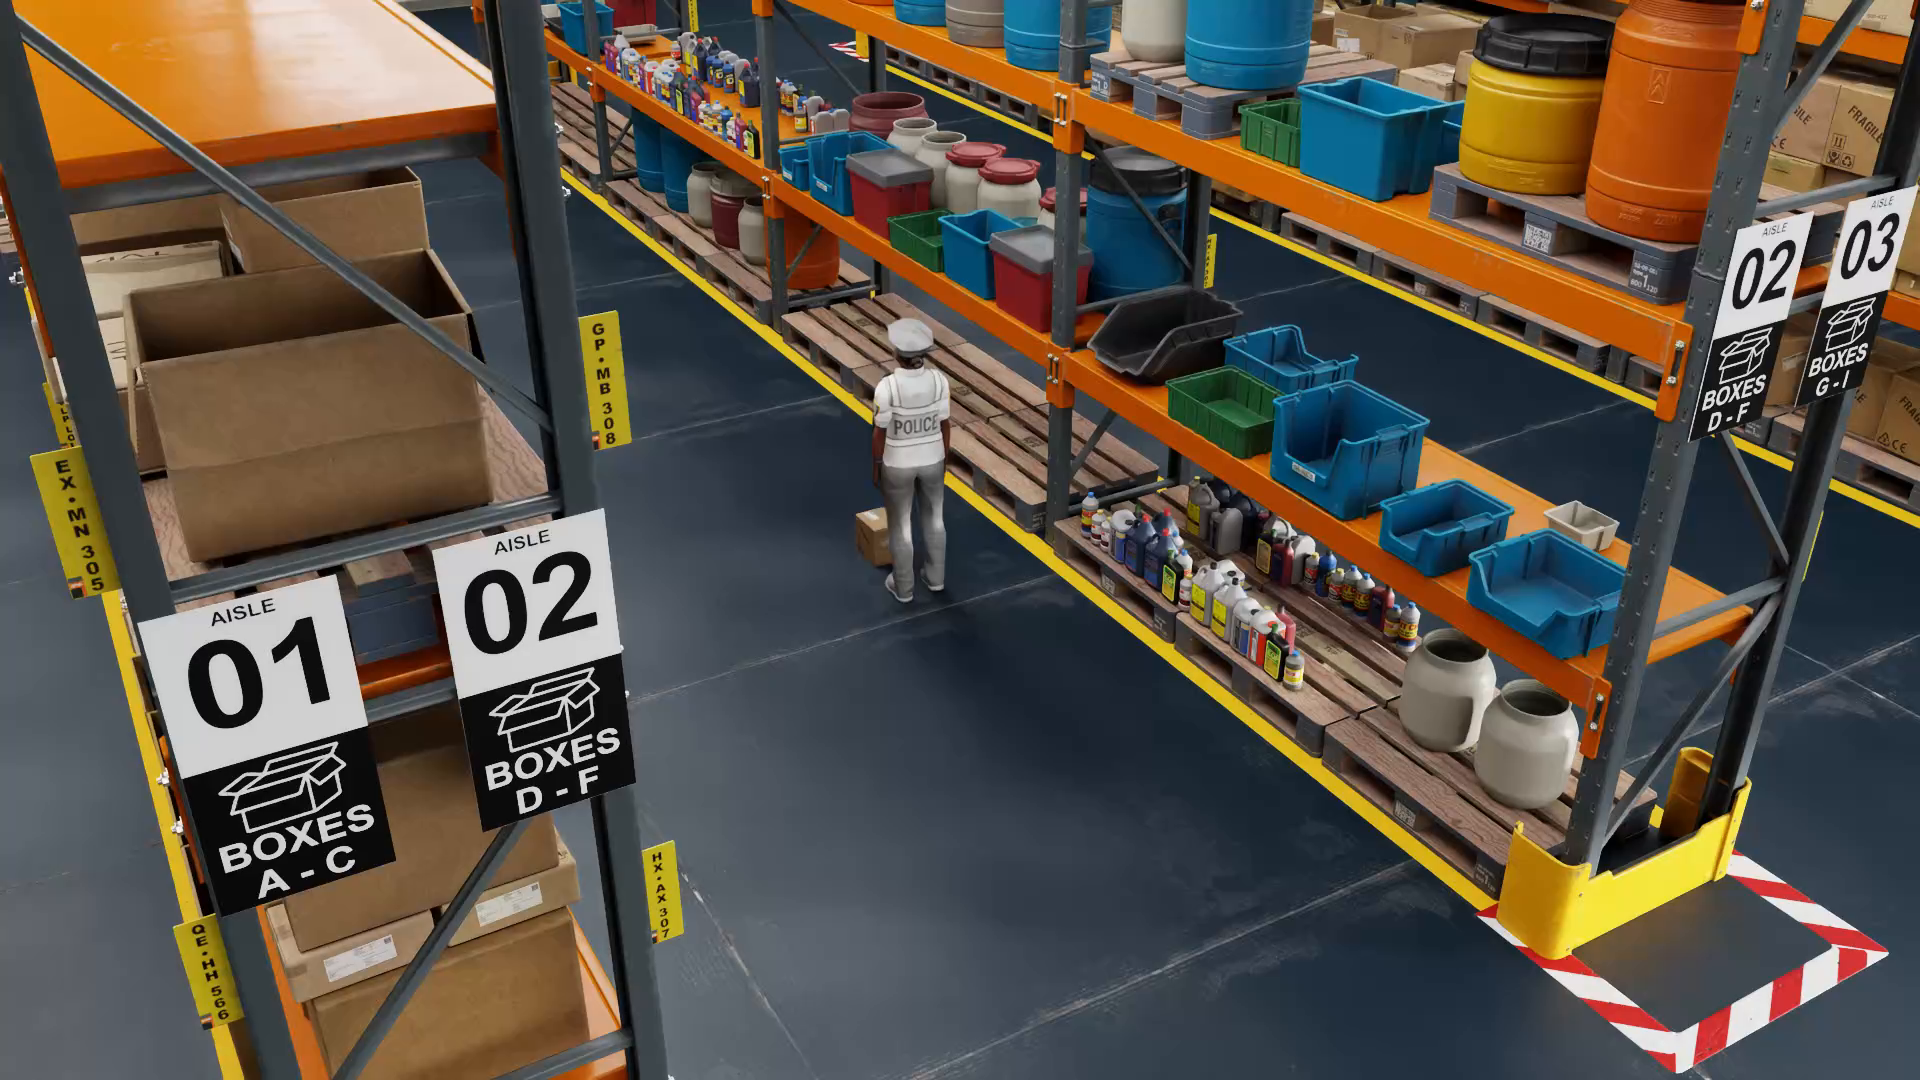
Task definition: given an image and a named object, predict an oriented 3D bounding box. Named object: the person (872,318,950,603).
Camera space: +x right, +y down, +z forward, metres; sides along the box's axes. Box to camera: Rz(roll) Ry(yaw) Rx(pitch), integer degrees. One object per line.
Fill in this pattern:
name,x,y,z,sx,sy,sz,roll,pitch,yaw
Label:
person,-0.290,-0.436,9.322,0.447,1.708,0.396,-11,31,-18
